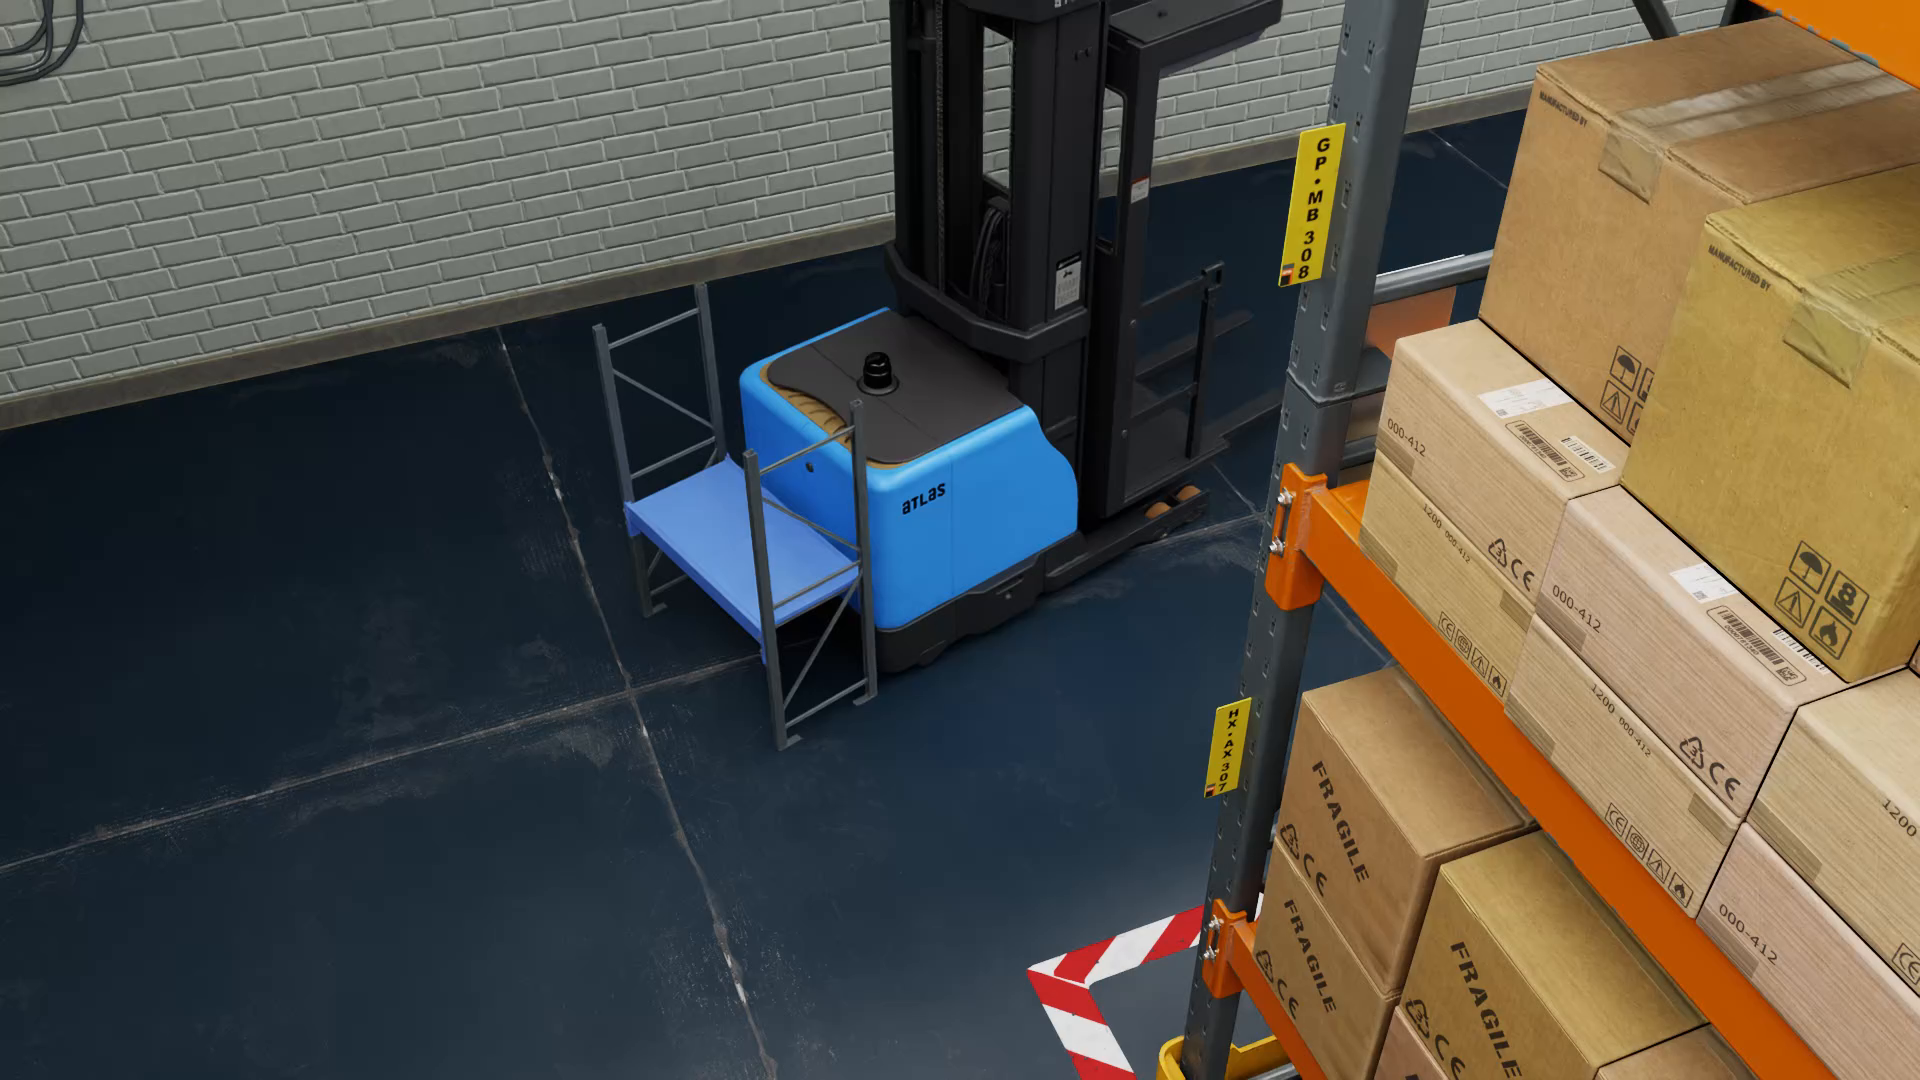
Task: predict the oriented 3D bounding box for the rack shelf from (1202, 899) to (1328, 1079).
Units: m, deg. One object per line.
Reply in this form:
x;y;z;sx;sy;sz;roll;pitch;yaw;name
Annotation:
1.929;2.186;3.378;1.077;0.370;4.000;-15;43;-17;rack shelf

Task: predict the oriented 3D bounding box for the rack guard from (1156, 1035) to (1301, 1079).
1.193;1.702;5.306;1.175;0.500;0.348;-15;43;-17;rack guard

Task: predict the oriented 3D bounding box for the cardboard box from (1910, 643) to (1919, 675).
1.779;0.056;2.159;0.700;0.500;0.500;-15;43;-17;cardboard box

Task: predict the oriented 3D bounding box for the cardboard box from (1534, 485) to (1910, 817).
1.305;0.115;2.665;0.500;0.250;0.500;-15;43;-17;cardboard box

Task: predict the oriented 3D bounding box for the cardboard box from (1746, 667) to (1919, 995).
1.502;0.415;2.316;0.500;0.250;0.500;-15;43;-17;cardboard box

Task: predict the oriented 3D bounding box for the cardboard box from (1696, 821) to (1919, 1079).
1.498;0.606;2.478;0.500;0.250;0.500;-15;43;-17;cardboard box

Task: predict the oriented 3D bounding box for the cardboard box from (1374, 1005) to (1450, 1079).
1.292;1.313;3.765;0.500;0.500;0.500;-16;43;-17;cardboard box

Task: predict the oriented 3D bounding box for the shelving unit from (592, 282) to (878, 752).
-0.870;-0.082;6.613;0.538;1.500;1.048;-29;48;-29;shelving unit

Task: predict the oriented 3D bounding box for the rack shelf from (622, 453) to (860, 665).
-0.869;0.054;6.730;0.538;0.185;1.000;-29;48;-29;rack shelf

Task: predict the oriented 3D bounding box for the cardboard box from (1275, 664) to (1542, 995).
1.090;0.624;3.799;0.500;0.500;0.500;-14;43;-16;cardboard box

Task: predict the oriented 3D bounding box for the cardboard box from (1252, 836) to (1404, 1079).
1.090;1.003;4.125;0.500;0.500;0.500;-14;43;-16;cardboard box

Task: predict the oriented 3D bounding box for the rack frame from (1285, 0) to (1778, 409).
1.164;-1.567;2.589;1.000;3.000;0.127;-15;43;-17;rack frame

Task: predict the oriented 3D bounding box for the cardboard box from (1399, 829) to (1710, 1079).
1.297;0.937;3.435;0.500;0.500;0.500;-15;43;-16;cardboard box

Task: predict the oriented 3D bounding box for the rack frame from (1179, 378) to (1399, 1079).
1.164;0.708;4.545;1.000;3.000;0.127;-15;43;-17;rack frame

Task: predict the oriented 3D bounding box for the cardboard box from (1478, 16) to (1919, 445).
1.376;-0.541;2.853;0.700;0.500;0.500;-15;43;-17;cardboard box

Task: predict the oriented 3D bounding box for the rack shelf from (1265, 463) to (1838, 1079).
1.929;1.048;2.400;1.077;0.370;4.000;-15;43;-17;rack shelf

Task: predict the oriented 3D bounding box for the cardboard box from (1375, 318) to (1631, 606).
1.120;-0.187;3.017;0.500;0.250;0.500;-15;43;-17;cardboard box

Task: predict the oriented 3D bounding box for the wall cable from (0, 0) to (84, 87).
-5.245;-2.647;6.227;3.097;2.526;0.112;-15;43;-17;wall cable

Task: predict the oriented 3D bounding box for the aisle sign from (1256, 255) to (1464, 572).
0.867;-0.245;3.660;0.394;0.787;0.004;-15;43;-17;aisle sign

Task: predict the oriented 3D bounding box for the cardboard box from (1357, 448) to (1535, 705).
1.126;0.001;3.182;0.500;0.250;0.500;-15;43;-17;cardboard box

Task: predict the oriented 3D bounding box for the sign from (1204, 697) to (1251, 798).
0.663;0.515;4.105;0.100;0.325;0.005;-15;43;-17;sign

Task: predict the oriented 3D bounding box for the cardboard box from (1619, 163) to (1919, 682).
1.489;-0.219;2.478;0.700;0.500;0.500;-15;43;-17;cardboard box

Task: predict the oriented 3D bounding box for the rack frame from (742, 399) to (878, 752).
-0.545;0.173;6.316;0.500;1.500;0.032;-29;48;-29;rack frame

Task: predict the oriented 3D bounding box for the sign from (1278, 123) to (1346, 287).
0.663;-0.625;3.124;0.100;0.325;0.005;-15;43;-17;sign

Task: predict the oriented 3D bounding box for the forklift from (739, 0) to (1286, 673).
0.538;-1.361;7.003;3.031;2.935;1.130;-28;48;-28;forklift

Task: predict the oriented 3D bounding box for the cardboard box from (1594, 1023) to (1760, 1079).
1.484;1.240;3.083;0.500;0.500;0.500;-15;43;-16;cardboard box

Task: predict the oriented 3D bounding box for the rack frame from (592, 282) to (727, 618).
-1.194;-0.337;6.909;0.500;1.500;0.032;-29;48;-29;rack frame

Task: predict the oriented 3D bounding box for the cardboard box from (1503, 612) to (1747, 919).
1.305;0.305;2.828;0.500;0.250;0.500;-15;43;-17;cardboard box
